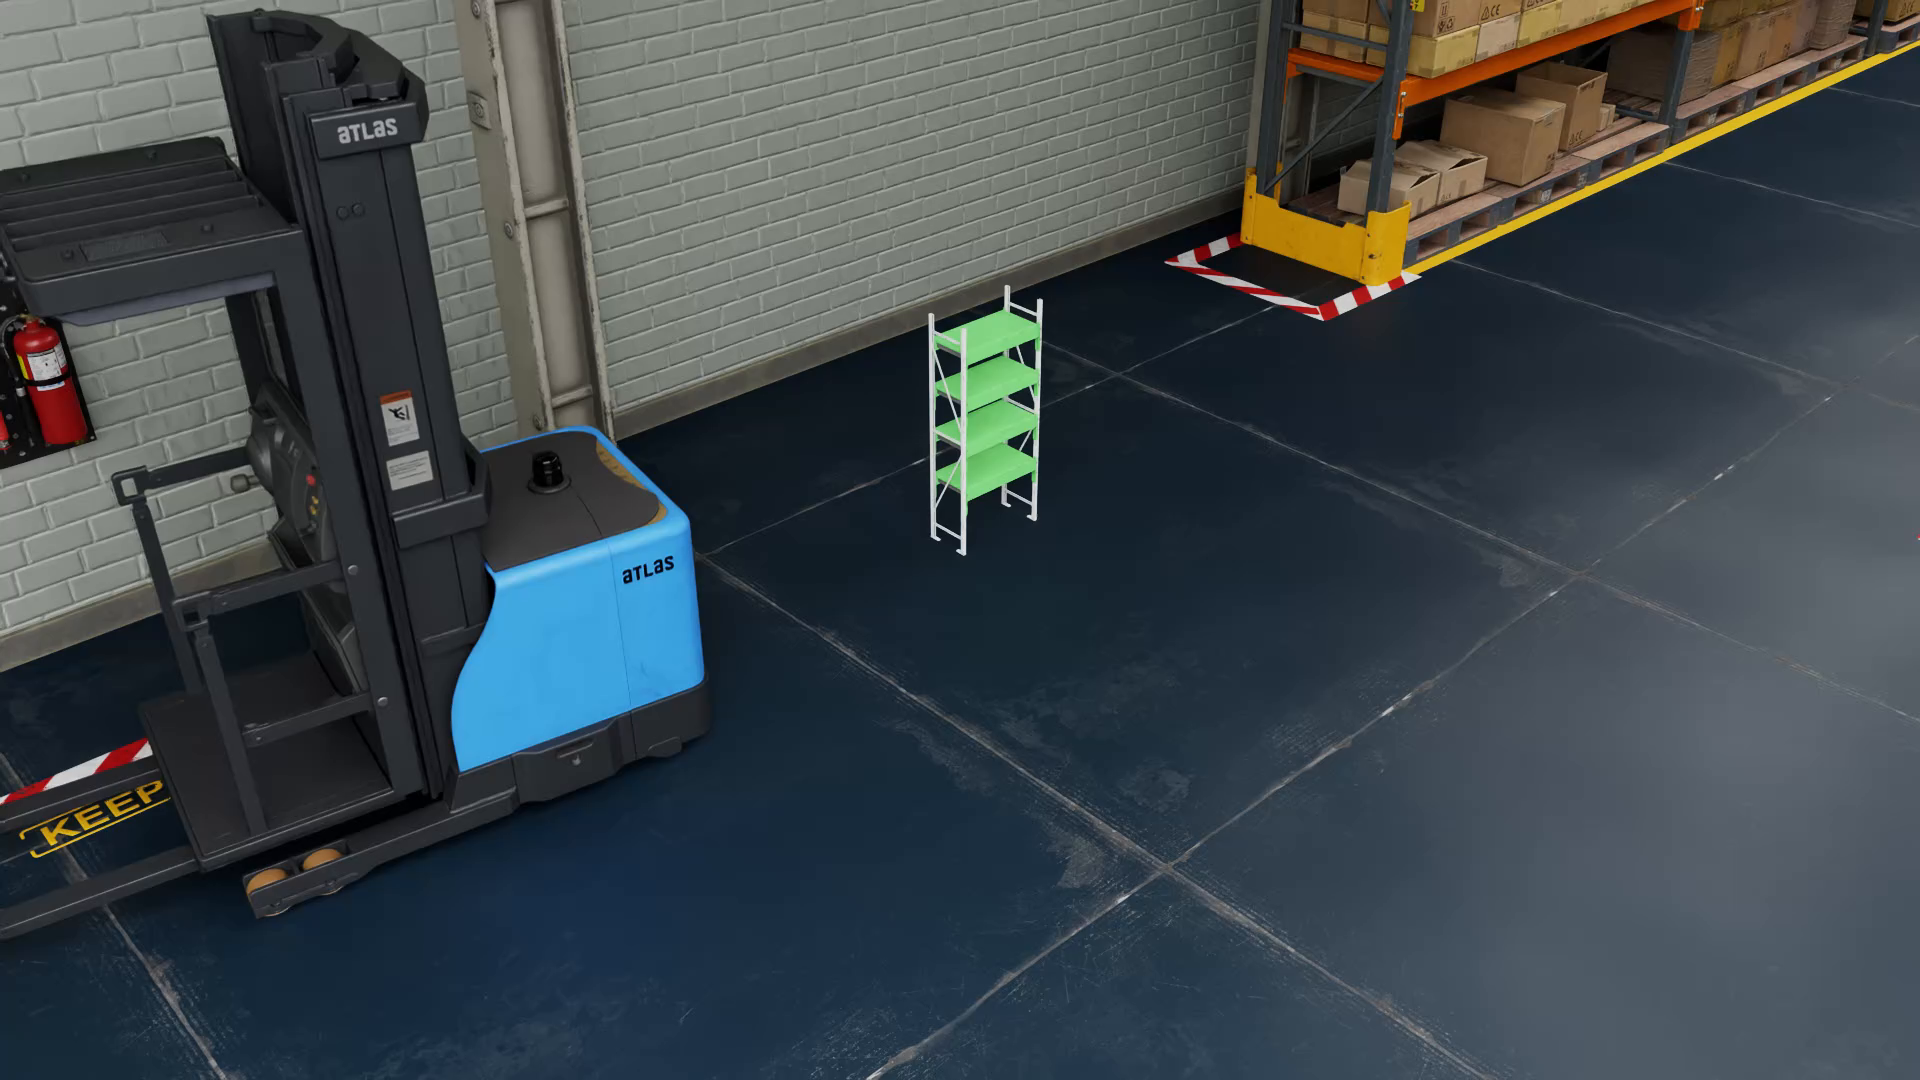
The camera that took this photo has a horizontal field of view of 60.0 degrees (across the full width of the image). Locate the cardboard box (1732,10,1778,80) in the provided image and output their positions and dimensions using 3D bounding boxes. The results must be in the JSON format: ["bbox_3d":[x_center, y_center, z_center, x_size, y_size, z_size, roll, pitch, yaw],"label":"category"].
[{"bbox_3d":[6.617,-4.378,14.508,0.500,0.500,0.700,-25,40,-35],"label":"cardboard box"}]

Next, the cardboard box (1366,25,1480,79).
[{"bbox_3d":[2.983,-3.198,10.730,0.500,0.250,0.500,-27,41,-37],"label":"cardboard box"}]

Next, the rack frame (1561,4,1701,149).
[{"bbox_3d":[5.342,-4.621,12.932,0.127,3.000,1.000,-26,40,-35],"label":"rack frame"}]

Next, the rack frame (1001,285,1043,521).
[{"bbox_3d":[0.300,-0.657,8.175,0.015,1.200,0.240,-26,40,-35],"label":"rack frame"}]

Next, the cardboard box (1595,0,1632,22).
[{"bbox_3d":[4.472,-3.924,11.916,0.500,0.250,0.500,-26,40,-36],"label":"cardboard box"}]

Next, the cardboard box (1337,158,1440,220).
[{"bbox_3d":[2.978,-2.454,11.543,0.500,0.311,0.500,24,39,34],"label":"cardboard box"}]

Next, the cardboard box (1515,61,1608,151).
[{"bbox_3d":[4.609,-3.359,12.842,0.500,0.500,0.500,26,40,35],"label":"cardboard box"}]

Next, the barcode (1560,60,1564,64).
[{"bbox_3d":[4.783,-3.779,13.223,0.075,0.075,0.001,-26,40,-35],"label":"barcode"}]

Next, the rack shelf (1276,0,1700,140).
[{"bbox_3d":[3.876,-3.605,11.959,4.000,0.370,1.077,-26,40,-35],"label":"rack shelf"}]

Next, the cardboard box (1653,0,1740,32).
[{"bbox_3d":[6.192,-4.487,13.968,0.500,0.250,0.500,-27,40,-36],"label":"cardboard box"}]

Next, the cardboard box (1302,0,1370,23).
[{"bbox_3d":[2.610,-3.715,10.856,0.500,0.500,0.500,-26,40,-36],"label":"cardboard box"}]

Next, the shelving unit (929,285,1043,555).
[{"bbox_3d":[0.121,-0.571,8.033,0.503,1.200,0.258,-26,40,-35],"label":"shelving unit"}]

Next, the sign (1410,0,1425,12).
[{"bbox_3d":[2.778,-3.364,10.046,0.005,0.325,0.100,-26,40,-35],"label":"sign"}]

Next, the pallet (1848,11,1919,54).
[{"bbox_3d":[8.905,-5.101,16.390,1.213,0.211,1.003,-26,40,-35],"label":"pallet"}]

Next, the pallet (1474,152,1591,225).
[{"bbox_3d":[3.979,-2.745,12.536,1.213,0.211,1.003,-26,40,-35],"label":"pallet"}]

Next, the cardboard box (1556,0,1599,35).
[{"bbox_3d":[4.104,-3.745,11.624,0.500,0.250,0.500,-25,40,-35],"label":"cardboard box"}]

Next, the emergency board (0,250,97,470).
[{"bbox_3d":[-3.903,-0.791,6.669,0.643,1.169,0.194,-26,40,-35],"label":"emergency board"}]

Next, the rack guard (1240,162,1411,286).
[{"bbox_3d":[2.465,-2.163,11.308,0.348,0.500,1.175,-26,40,-35],"label":"rack guard"}]

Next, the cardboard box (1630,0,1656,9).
[{"bbox_3d":[4.830,-4.108,12.217,0.500,0.250,0.500,-26,40,-35],"label":"cardboard box"}]

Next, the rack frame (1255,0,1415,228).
[{"bbox_3d":[2.409,-3.202,10.612,0.127,3.000,1.000,-26,40,-35],"label":"rack frame"}]

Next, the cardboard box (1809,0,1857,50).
[{"bbox_3d":[7.783,-4.886,15.339,0.500,0.500,0.700,-25,39,-35],"label":"cardboard box"}]

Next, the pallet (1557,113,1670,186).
[{"bbox_3d":[4.874,-3.180,13.248,1.213,0.211,1.003,-26,40,-35],"label":"pallet"}]

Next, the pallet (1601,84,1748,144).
[{"bbox_3d":[5.912,-3.708,14.112,1.213,0.211,1.003,-26,40,-35],"label":"pallet"}]

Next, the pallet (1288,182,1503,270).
[{"bbox_3d":[3.085,-2.314,11.832,1.213,0.211,1.003,-26,40,-35],"label":"pallet"}]

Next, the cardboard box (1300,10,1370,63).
[{"bbox_3d":[2.620,-3.387,11.038,0.500,0.250,0.500,-25,39,-35],"label":"cardboard box"}]

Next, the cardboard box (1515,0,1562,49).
[{"bbox_3d":[3.732,-3.566,11.332,0.500,0.250,0.500,-27,40,-36],"label":"cardboard box"}]

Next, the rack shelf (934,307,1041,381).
[{"bbox_3d":[0.121,-0.926,7.816,0.480,0.148,0.258,-26,40,-35],"label":"rack shelf"}]

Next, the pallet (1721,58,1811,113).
[{"bbox_3d":[6.807,-4.143,14.823,1.213,0.211,1.003,-26,40,-35],"label":"pallet"}]

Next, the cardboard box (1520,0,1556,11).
[{"bbox_3d":[3.716,-3.873,11.115,0.500,0.500,0.500,-27,41,-37],"label":"cardboard box"}]

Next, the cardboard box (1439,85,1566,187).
[{"bbox_3d":[3.968,-2.978,12.219,0.700,0.500,0.500,26,40,36],"label":"cardboard box"}]

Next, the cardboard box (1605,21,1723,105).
[{"bbox_3d":[5.871,-4.010,13.906,0.500,0.500,0.700,-24,39,-34],"label":"cardboard box"}]

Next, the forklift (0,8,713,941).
[{"bbox_3d":[-2.532,-0.204,5.775,3.031,2.935,1.130,-19,36,-28],"label":"forklift"}]

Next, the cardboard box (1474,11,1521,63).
[{"bbox_3d":[3.354,-3.388,11.040,0.500,0.250,0.500,-27,41,-37],"label":"cardboard box"}]

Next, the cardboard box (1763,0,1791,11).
[{"bbox_3d":[6.949,-4.843,14.551,0.500,0.250,0.500,-26,40,-36],"label":"cardboard box"}]

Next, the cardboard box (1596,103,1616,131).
[{"bbox_3d":[4.971,-3.399,13.227,0.380,0.166,0.250,23,38,33],"label":"cardboard box"}]

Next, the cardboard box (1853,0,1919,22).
[{"bbox_3d":[8.904,-5.513,16.048,0.750,0.750,0.750,-26,40,-36],"label":"cardboard box"}]

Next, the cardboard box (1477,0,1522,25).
[{"bbox_3d":[3.333,-3.693,10.819,0.500,0.500,0.500,-26,40,-35],"label":"cardboard box"}]

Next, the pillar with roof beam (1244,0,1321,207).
[{"bbox_3d":[5.262,-4.694,7.300,0.400,9.000,9.100,-26,40,-35],"label":"pillar with roof beam"}]

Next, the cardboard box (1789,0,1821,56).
[{"bbox_3d":[7.326,-4.748,15.113,0.500,0.500,0.700,-26,40,-36],"label":"cardboard box"}]

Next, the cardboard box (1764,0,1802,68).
[{"bbox_3d":[6.981,-4.560,14.807,0.500,0.500,0.700,-26,40,-36],"label":"cardboard box"}]

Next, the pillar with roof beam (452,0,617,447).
[{"bbox_3d":[0.862,-2.566,3.820,0.400,9.000,9.100,-26,40,-35],"label":"pillar with roof beam"}]

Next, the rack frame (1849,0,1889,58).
[{"bbox_3d":[8.276,-6.040,15.252,0.127,3.000,1.000,-26,40,-35],"label":"rack frame"}]

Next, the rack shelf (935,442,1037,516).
[{"bbox_3d":[0.121,-0.311,8.192,0.480,0.148,0.258,-26,40,-35],"label":"rack shelf"}]

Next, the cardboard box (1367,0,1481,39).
[{"bbox_3d":[2.964,-3.521,10.539,0.500,0.500,0.500,-26,40,-35],"label":"cardboard box"}]

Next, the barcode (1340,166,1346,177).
[{"bbox_3d":[2.719,-2.617,11.802,0.075,0.075,0.001,-26,40,-35],"label":"barcode"}]

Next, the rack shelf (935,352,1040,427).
[{"bbox_3d":[0.121,-0.721,7.941,0.480,0.148,0.258,-26,40,-35],"label":"rack shelf"}]

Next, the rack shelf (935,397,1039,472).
[{"bbox_3d":[0.121,-0.516,8.066,0.480,0.148,0.258,-26,40,-35],"label":"rack shelf"}]

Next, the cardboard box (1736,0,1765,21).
[{"bbox_3d":[6.570,-4.673,14.273,0.500,0.250,0.500,-27,41,-37],"label":"cardboard box"}]

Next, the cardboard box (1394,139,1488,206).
[{"bbox_3d":[3.396,-2.656,11.874,0.500,0.311,0.500,-22,38,-32],"label":"cardboard box"}]

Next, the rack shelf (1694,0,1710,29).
[{"bbox_3d":[6.809,-5.024,14.280,4.000,0.370,1.077,-26,40,-35],"label":"rack shelf"}]

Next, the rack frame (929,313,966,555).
[{"bbox_3d":[-0.058,-0.484,7.891,0.015,1.200,0.240,-26,40,-35],"label":"rack frame"}]

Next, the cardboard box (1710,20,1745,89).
[{"bbox_3d":[6.216,-4.212,14.238,0.500,0.500,0.700,-27,40,-36],"label":"cardboard box"}]

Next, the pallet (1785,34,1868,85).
[{"bbox_3d":[7.702,-4.574,15.527,1.213,0.211,1.003,-26,40,-35],"label":"pallet"}]
